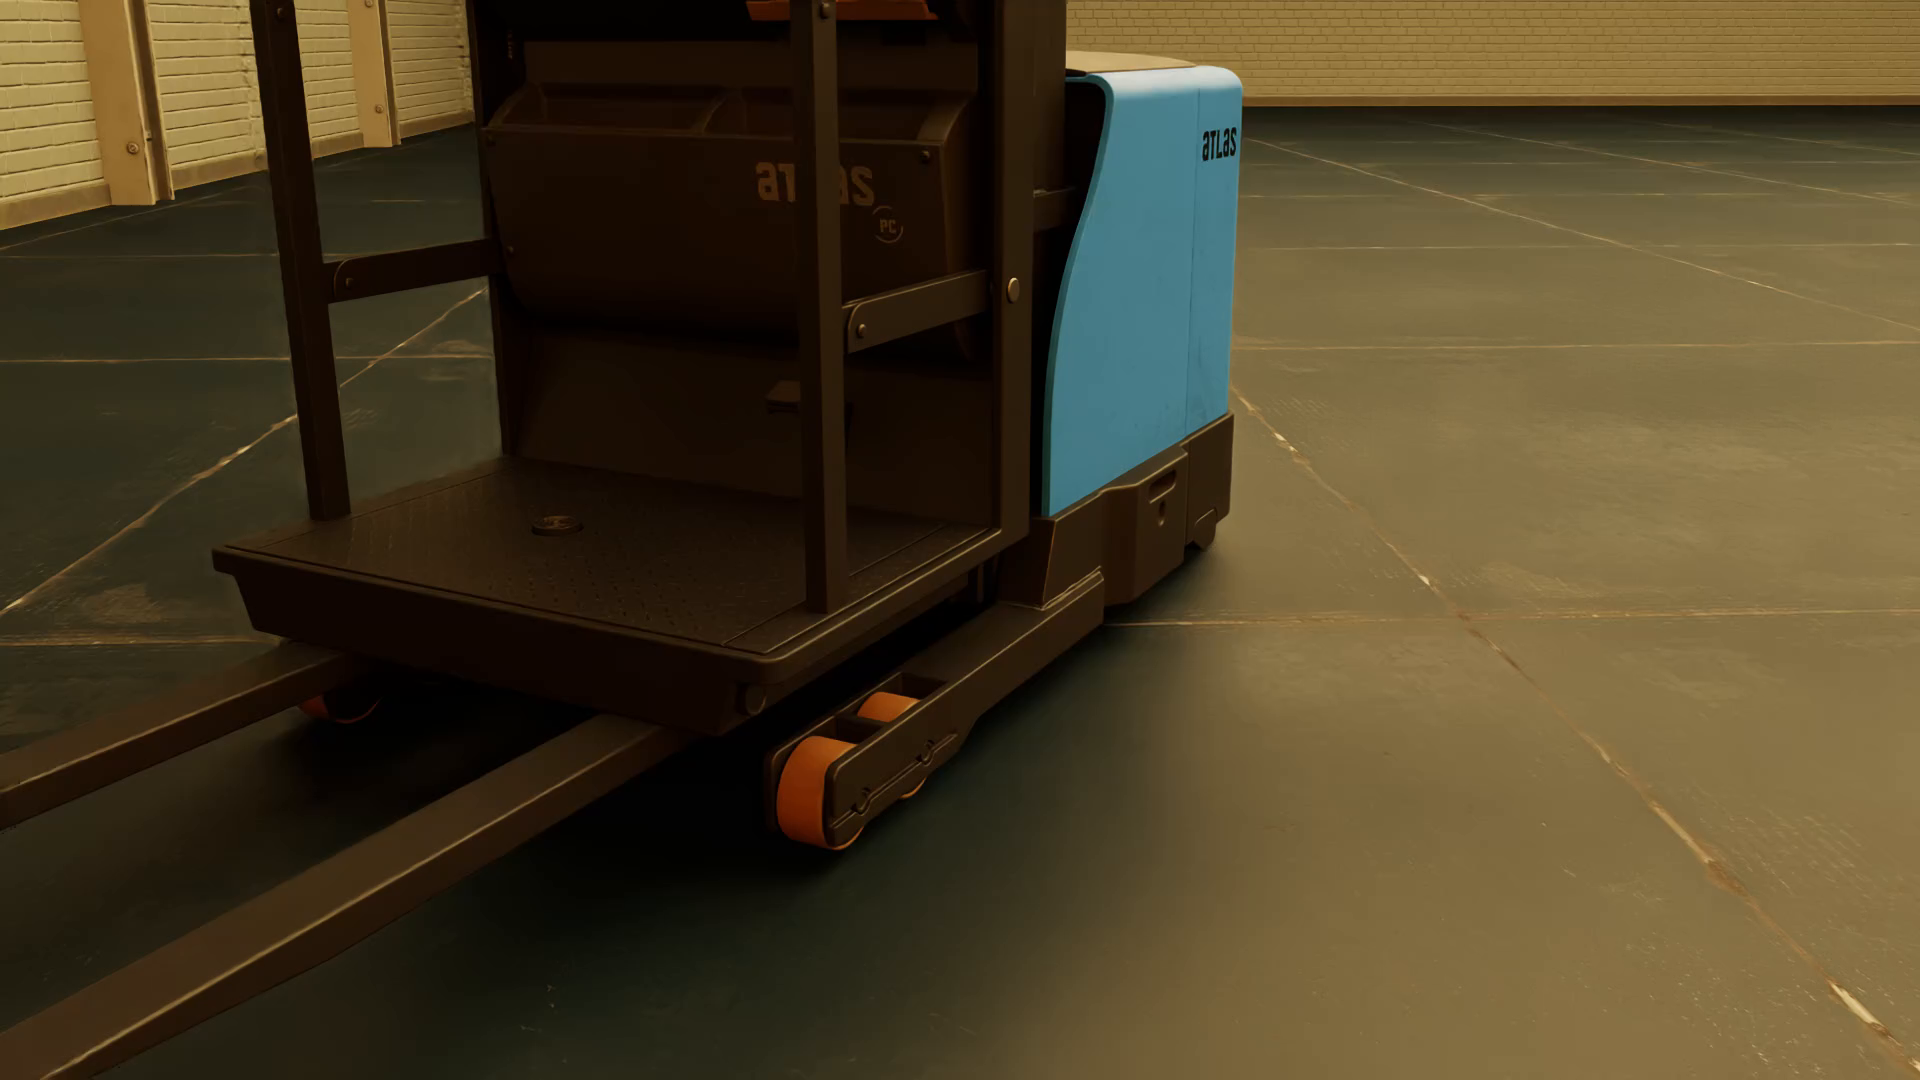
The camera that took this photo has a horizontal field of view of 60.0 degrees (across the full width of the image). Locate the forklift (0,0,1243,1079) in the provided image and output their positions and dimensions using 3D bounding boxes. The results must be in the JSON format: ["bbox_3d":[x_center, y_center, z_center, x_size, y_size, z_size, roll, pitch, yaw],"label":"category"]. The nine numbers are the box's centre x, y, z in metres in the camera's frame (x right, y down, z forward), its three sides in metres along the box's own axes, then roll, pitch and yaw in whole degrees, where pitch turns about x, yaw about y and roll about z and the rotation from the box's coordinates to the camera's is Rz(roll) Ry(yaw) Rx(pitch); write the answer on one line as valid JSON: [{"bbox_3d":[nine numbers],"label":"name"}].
[{"bbox_3d":[-0.503,-1.096,2.491,1.130,2.935,3.031,9,19,26],"label":"forklift"}]
